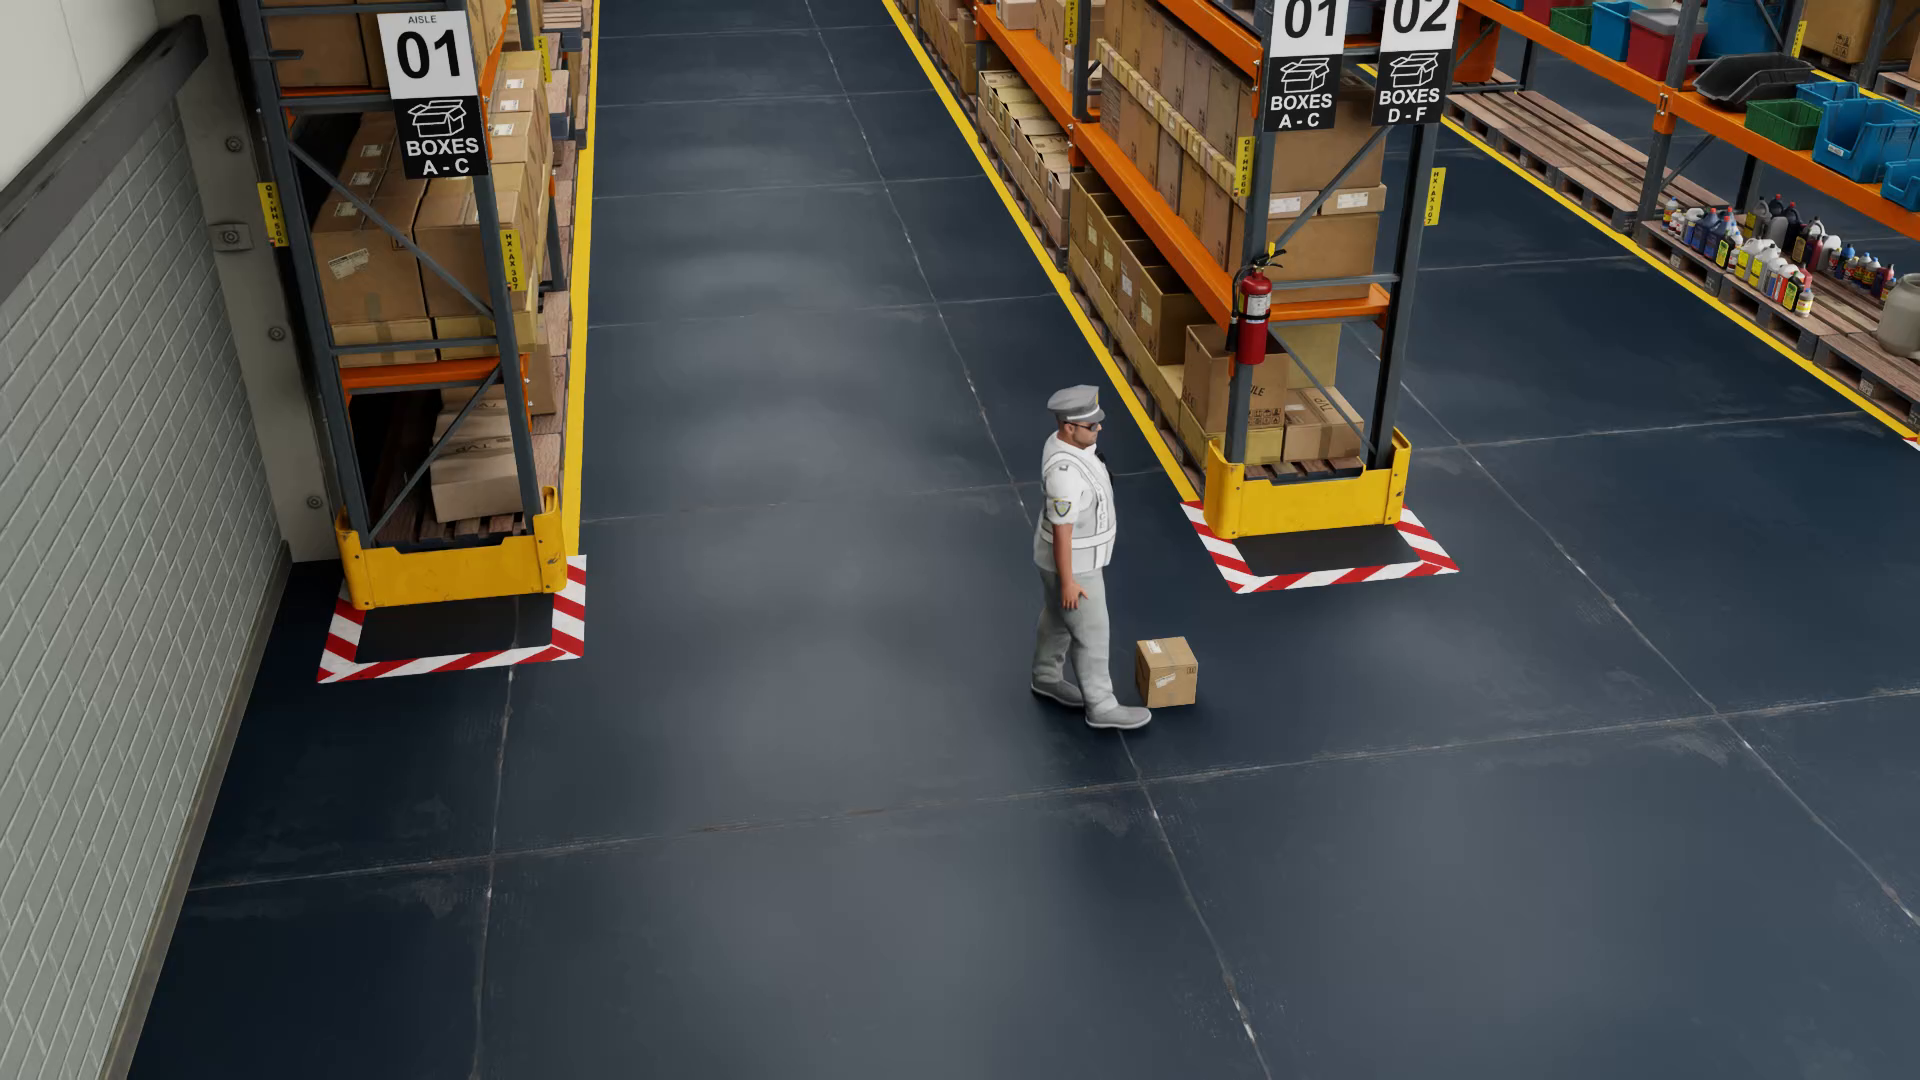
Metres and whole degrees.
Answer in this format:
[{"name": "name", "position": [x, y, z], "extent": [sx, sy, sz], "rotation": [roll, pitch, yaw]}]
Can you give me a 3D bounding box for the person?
[{"name": "person", "position": [0.656, 0.073, 7.988], "extent": [0.611, 1.752, 0.541], "rotation": [2, 31, 3]}]
